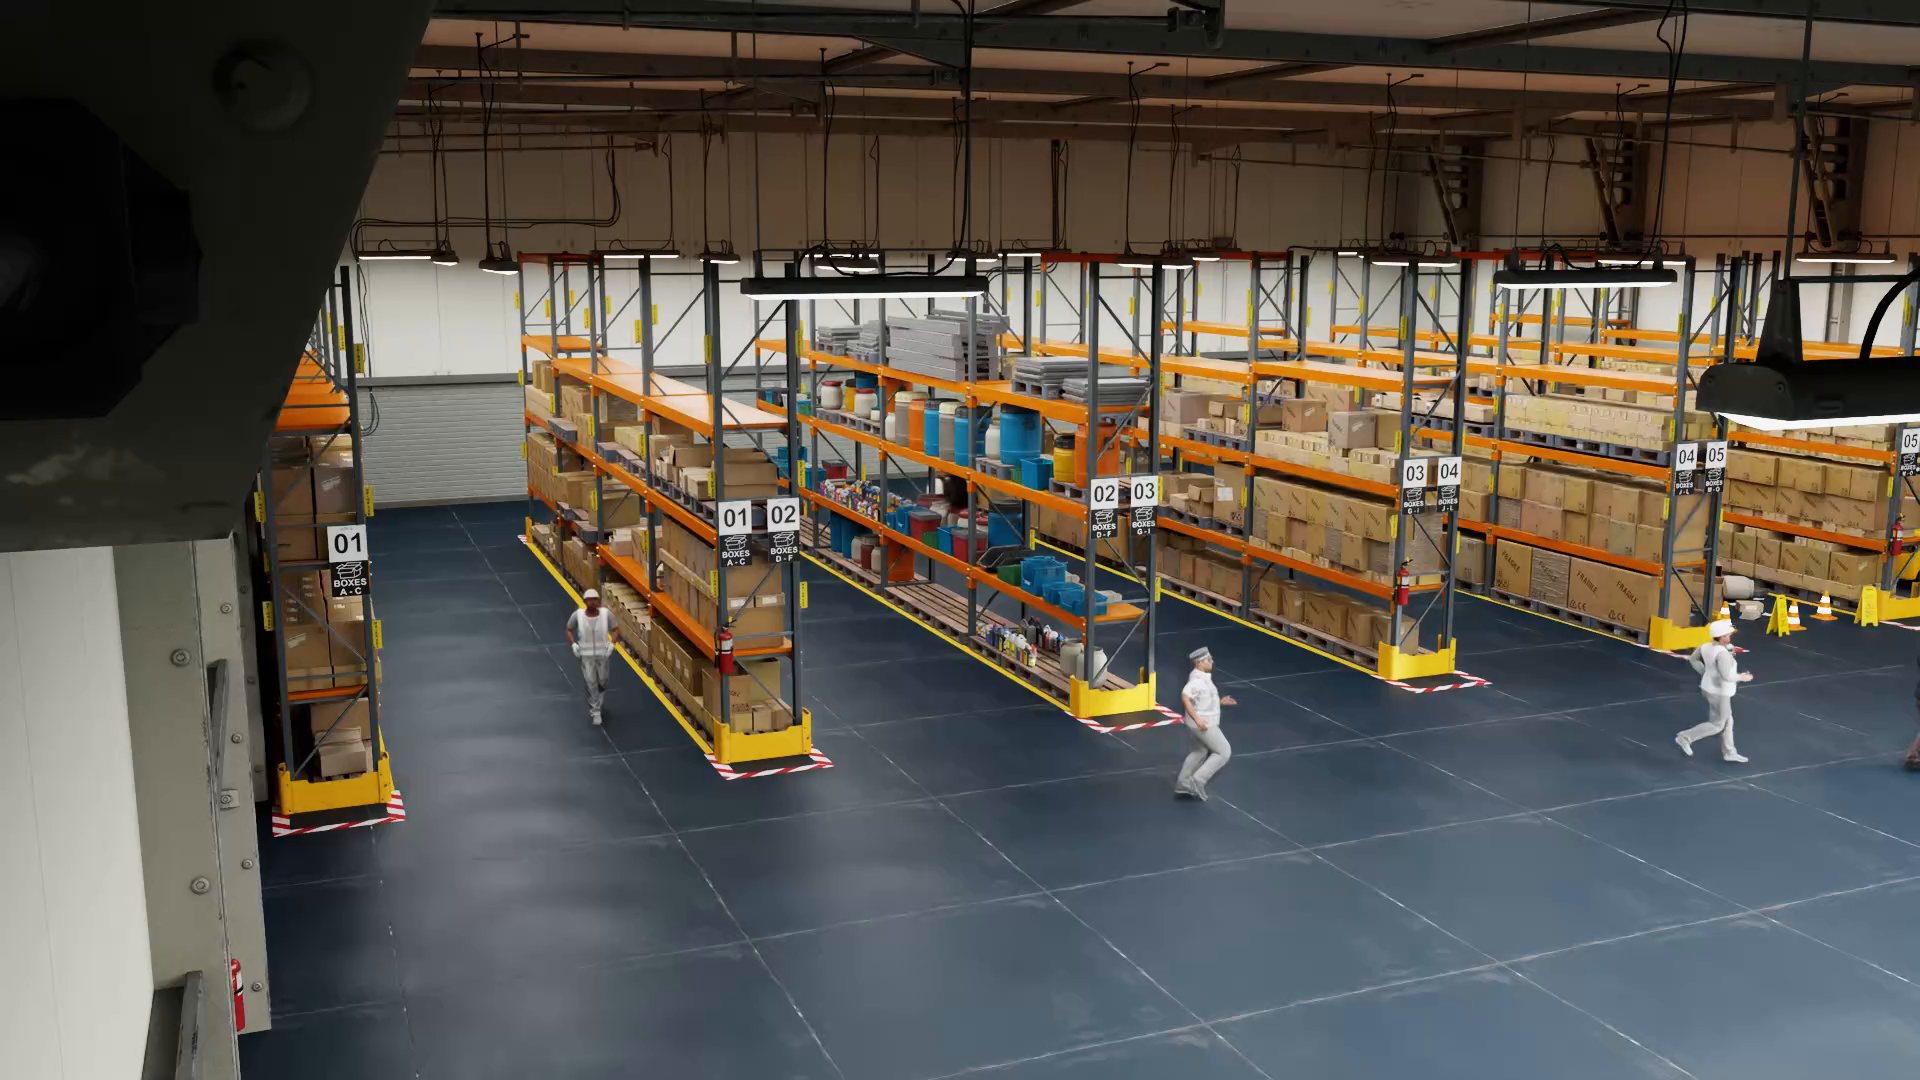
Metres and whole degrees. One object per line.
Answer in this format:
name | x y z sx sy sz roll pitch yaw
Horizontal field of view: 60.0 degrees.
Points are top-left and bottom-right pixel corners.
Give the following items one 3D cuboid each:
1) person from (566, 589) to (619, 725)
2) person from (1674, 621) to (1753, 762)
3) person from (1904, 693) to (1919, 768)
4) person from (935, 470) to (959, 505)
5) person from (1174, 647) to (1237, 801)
person | -4.852 1.503 21.997 0.681 1.769 0.812 -3 11 -17
person | 9.128 1.838 20.057 0.911 1.769 0.661 0 10 2
person | 11.655 1.925 19.746 0.663 1.692 0.634 1 10 5
person | -0.347 -0.568 33.231 0.707 1.835 0.946 -5 11 -25
person | 2.789 2.074 18.826 0.675 1.774 0.645 0 10 1
